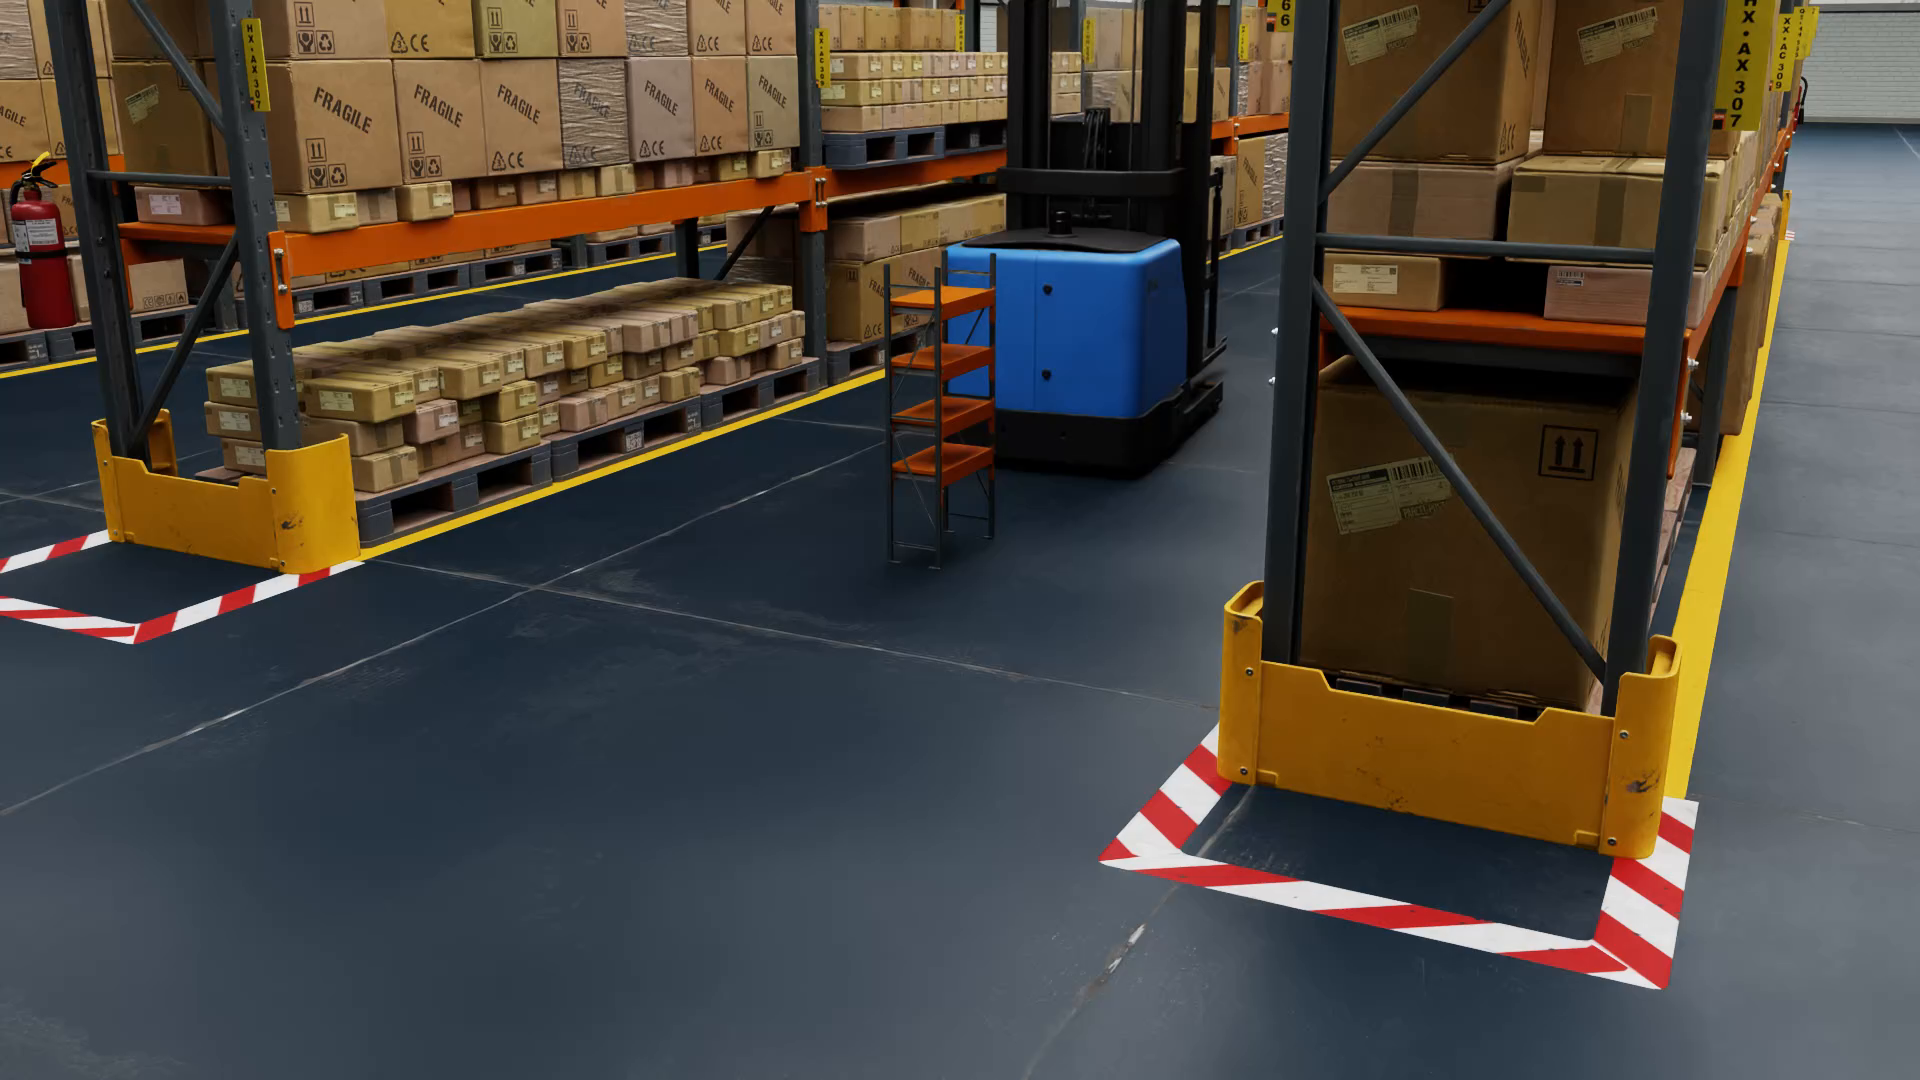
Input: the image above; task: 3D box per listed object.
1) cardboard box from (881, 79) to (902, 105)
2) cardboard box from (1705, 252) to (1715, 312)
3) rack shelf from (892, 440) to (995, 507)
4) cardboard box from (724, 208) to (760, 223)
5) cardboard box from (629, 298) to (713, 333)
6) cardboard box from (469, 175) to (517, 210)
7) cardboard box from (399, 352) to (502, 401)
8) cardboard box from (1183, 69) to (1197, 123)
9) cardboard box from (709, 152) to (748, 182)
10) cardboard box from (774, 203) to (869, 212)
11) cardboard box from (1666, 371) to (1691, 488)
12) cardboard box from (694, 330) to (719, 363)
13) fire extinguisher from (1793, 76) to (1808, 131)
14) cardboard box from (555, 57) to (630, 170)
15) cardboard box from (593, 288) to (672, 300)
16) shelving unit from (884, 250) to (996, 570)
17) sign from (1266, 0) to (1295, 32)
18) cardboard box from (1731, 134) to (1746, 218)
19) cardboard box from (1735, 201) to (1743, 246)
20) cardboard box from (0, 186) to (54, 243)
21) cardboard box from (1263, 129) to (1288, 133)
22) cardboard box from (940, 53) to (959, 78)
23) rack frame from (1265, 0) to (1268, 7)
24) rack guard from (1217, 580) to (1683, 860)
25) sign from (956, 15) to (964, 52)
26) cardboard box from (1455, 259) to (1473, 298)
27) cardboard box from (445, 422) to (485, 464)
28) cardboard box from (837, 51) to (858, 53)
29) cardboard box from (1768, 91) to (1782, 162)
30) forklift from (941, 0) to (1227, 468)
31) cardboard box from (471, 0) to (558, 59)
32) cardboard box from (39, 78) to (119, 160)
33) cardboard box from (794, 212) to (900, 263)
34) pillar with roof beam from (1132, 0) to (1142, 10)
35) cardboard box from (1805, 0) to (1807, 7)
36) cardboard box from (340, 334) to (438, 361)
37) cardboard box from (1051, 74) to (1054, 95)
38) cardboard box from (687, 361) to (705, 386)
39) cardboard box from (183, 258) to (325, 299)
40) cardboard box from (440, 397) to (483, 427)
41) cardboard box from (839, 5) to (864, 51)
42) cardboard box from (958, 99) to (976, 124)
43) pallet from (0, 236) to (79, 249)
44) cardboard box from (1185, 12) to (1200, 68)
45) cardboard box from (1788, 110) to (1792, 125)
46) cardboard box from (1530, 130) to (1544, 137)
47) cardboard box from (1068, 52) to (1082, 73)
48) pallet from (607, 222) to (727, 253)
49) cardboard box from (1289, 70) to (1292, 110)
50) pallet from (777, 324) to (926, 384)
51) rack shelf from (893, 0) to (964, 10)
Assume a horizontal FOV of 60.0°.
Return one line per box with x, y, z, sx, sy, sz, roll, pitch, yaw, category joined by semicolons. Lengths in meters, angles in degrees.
-0.578;-2.743;10.172;0.380;0.149;0.250;8;18;24;cardboard box
1.892;-0.729;4.653;0.380;0.149;0.250;8;18;25;cardboard box
-0.074;-0.278;6.787;0.258;0.148;0.480;8;18;25;rack shelf
-2.729;-3.677;18.015;0.950;0.372;0.625;9;19;29;cardboard box
-1.575;-1.217;9.078;0.380;0.149;0.250;9;19;27;cardboard box
-2.248;-1.594;7.565;0.380;0.149;0.250;8;18;25;cardboard box
-2.286;-0.736;7.459;0.380;0.149;0.250;8;18;25;cardboard box
1.849;-4.073;15.293;0.500;0.500;0.500;8;18;26;cardboard box
-1.388;-2.048;9.094;0.380;0.149;0.250;9;19;28;cardboard box
-0.931;-2.125;11.246;0.500;0.250;0.500;9;19;28;cardboard box
2.746;-0.779;7.375;0.875;0.875;0.875;8;18;25;cardboard box
-1.550;-1.076;9.125;0.380;0.149;0.250;8;18;26;cardboard box
8.938;-4.745;17.866;0.296;0.674;0.183;8;18;25;fire extinguisher
-1.950;-2.056;7.979;0.500;0.500;0.500;8;18;24;cardboard box
-1.864;-1.337;9.481;0.380;0.149;0.250;8;18;25;cardboard box
-0.074;-0.533;6.712;0.258;1.200;0.503;8;18;25;shelving unit
0.846;-1.477;4.279;0.100;0.325;0.005;8;18;25;sign
2.464;-1.289;5.836;0.500;0.250;0.500;8;18;24;cardboard box
2.695;-1.187;6.195;0.380;0.149;0.250;8;18;24;cardboard box
-9.085;-3.138;15.975;0.500;0.500;0.500;7;18;23;cardboard box
3.447;-4.245;19.043;0.875;0.875;0.875;8;18;25;cardboard box
-0.229;-3.085;10.800;0.380;0.149;0.250;8;18;25;cardboard box
4.082;-5.468;20.166;1.000;3.000;0.127;8;18;25;rack frame
1.314;0.469;4.569;1.175;0.500;0.348;8;18;25;rack guard
0.010;-4.055;13.375;0.100;0.325;0.005;8;18;25;sign
1.304;-0.814;4.939;0.380;0.149;0.250;8;18;26;cardboard box
-2.398;-0.461;7.578;0.380;0.149;0.250;8;18;26;cardboard box
-1.529;-5.451;19.411;0.500;0.500;0.500;8;18;25;cardboard box
4.901;-2.664;10.550;0.500;0.500;0.500;9;19;27;cardboard box
0.871;-2.129;9.043;1.130;2.935;3.031;6;18;19;forklift
-2.157;-2.402;7.389;0.500;0.500;0.500;8;18;24;cardboard box
-5.957;-2.781;10.943;0.500;0.500;0.500;8;18;24;cardboard box
-0.713;-1.929;10.585;0.500;0.250;0.500;7;18;23;cardboard box
8.625;-15.081;41.995;9.100;9.000;0.400;8;18;25;pillar with roof beam
7.562;-4.799;15.460;0.500;0.500;0.500;8;18;25;cardboard box
-2.719;-0.876;7.931;0.380;0.149;0.250;7;18;23;cardboard box
0.461;-3.334;12.164;0.380;0.149;0.250;9;19;27;cardboard box
-1.628;-0.920;9.124;0.380;0.149;0.250;8;18;24;cardboard box
-5.548;-2.366;12.717;0.875;0.875;0.875;9;19;27;cardboard box
-2.400;-0.607;7.546;0.380;0.149;0.250;8;18;26;cardboard box
-1.540;-5.935;19.283;0.700;0.500;0.500;8;18;26;cardboard box
-0.113;-2.867;11.114;0.380;0.149;0.250;8;18;24;cardboard box
-9.322;-2.833;16.192;1.003;0.211;1.213;8;18;25;pallet
1.850;-4.718;15.709;0.700;0.500;0.500;8;18;24;cardboard box
7.514;-3.941;15.466;0.380;0.149;0.250;8;18;25;cardboard box
1.988;-1.356;6.061;0.500;0.250;0.500;8;18;25;cardboard box
0.699;-3.613;12.580;0.380;0.149;0.250;7;18;23;cardboard box
-3.069;-3.206;17.448;1.003;0.211;1.213;8;18;25;pallet
3.368;-5.170;18.899;0.875;0.550;0.550;8;18;25;cardboard box
-0.933;-1.273;10.940;1.003;0.211;1.213;8;18;25;pallet
-1.285;-6.656;20.160;1.077;0.370;4.000;8;18;25;rack shelf
